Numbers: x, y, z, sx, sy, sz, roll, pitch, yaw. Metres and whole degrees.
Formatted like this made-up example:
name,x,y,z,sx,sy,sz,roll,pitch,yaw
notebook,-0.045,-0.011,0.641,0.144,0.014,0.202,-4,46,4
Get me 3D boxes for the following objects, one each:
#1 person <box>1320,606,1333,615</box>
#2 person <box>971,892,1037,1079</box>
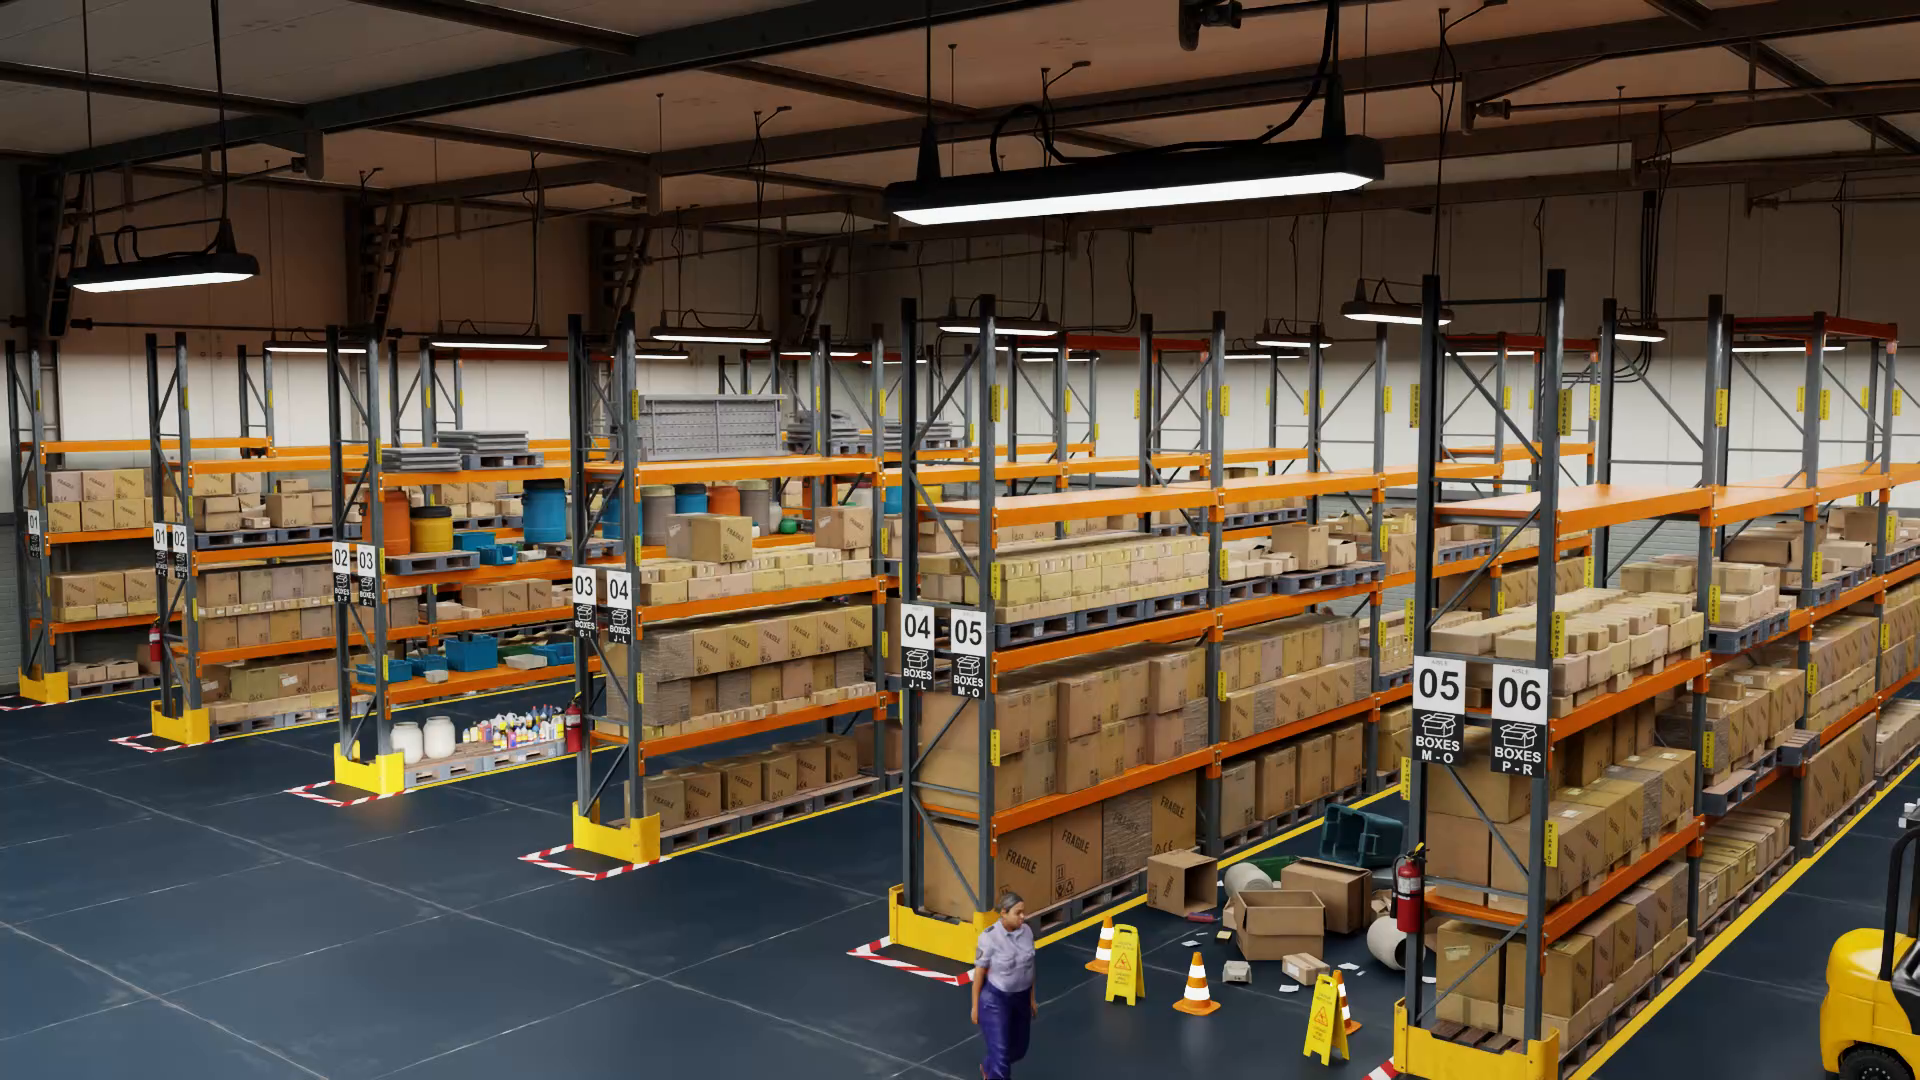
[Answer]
name,x,y,z,sx,sy,sz,roll,pitch,yaw
person,6.310,1.859,28.162,0.795,1.515,0.563,-5,7,-41
person,0.293,3.291,11.880,0.508,1.619,0.801,-4,7,-38
